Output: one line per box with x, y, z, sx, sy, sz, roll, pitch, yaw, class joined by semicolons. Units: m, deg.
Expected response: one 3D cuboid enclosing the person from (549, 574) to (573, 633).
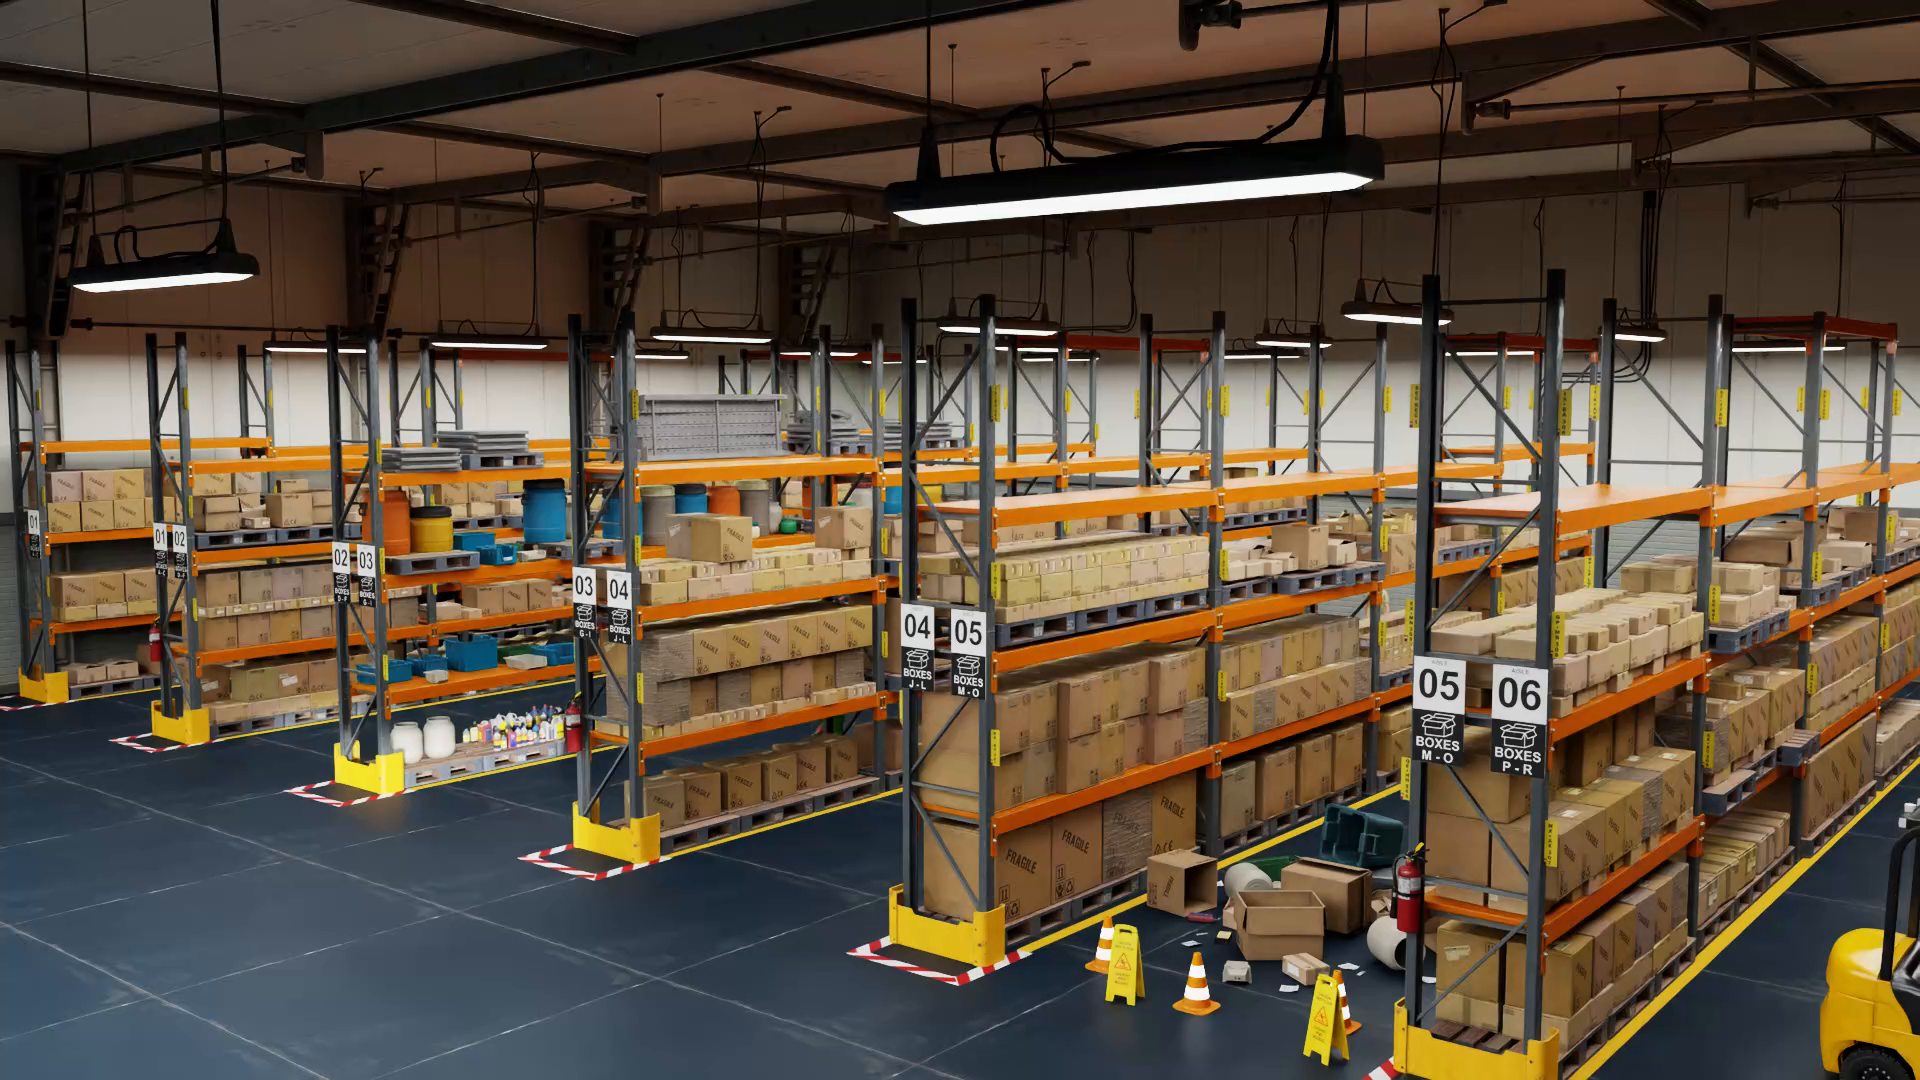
-7.680;1.473;32.253;0.536;1.619;0.489;3;6;29;person

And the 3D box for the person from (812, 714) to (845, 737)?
-1.776;2.236;23.299;0.655;1.688;0.761;4;7;39;person

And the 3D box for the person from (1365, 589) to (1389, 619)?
7.954;1.485;31.728;0.451;1.603;1.088;1;5;11;person
